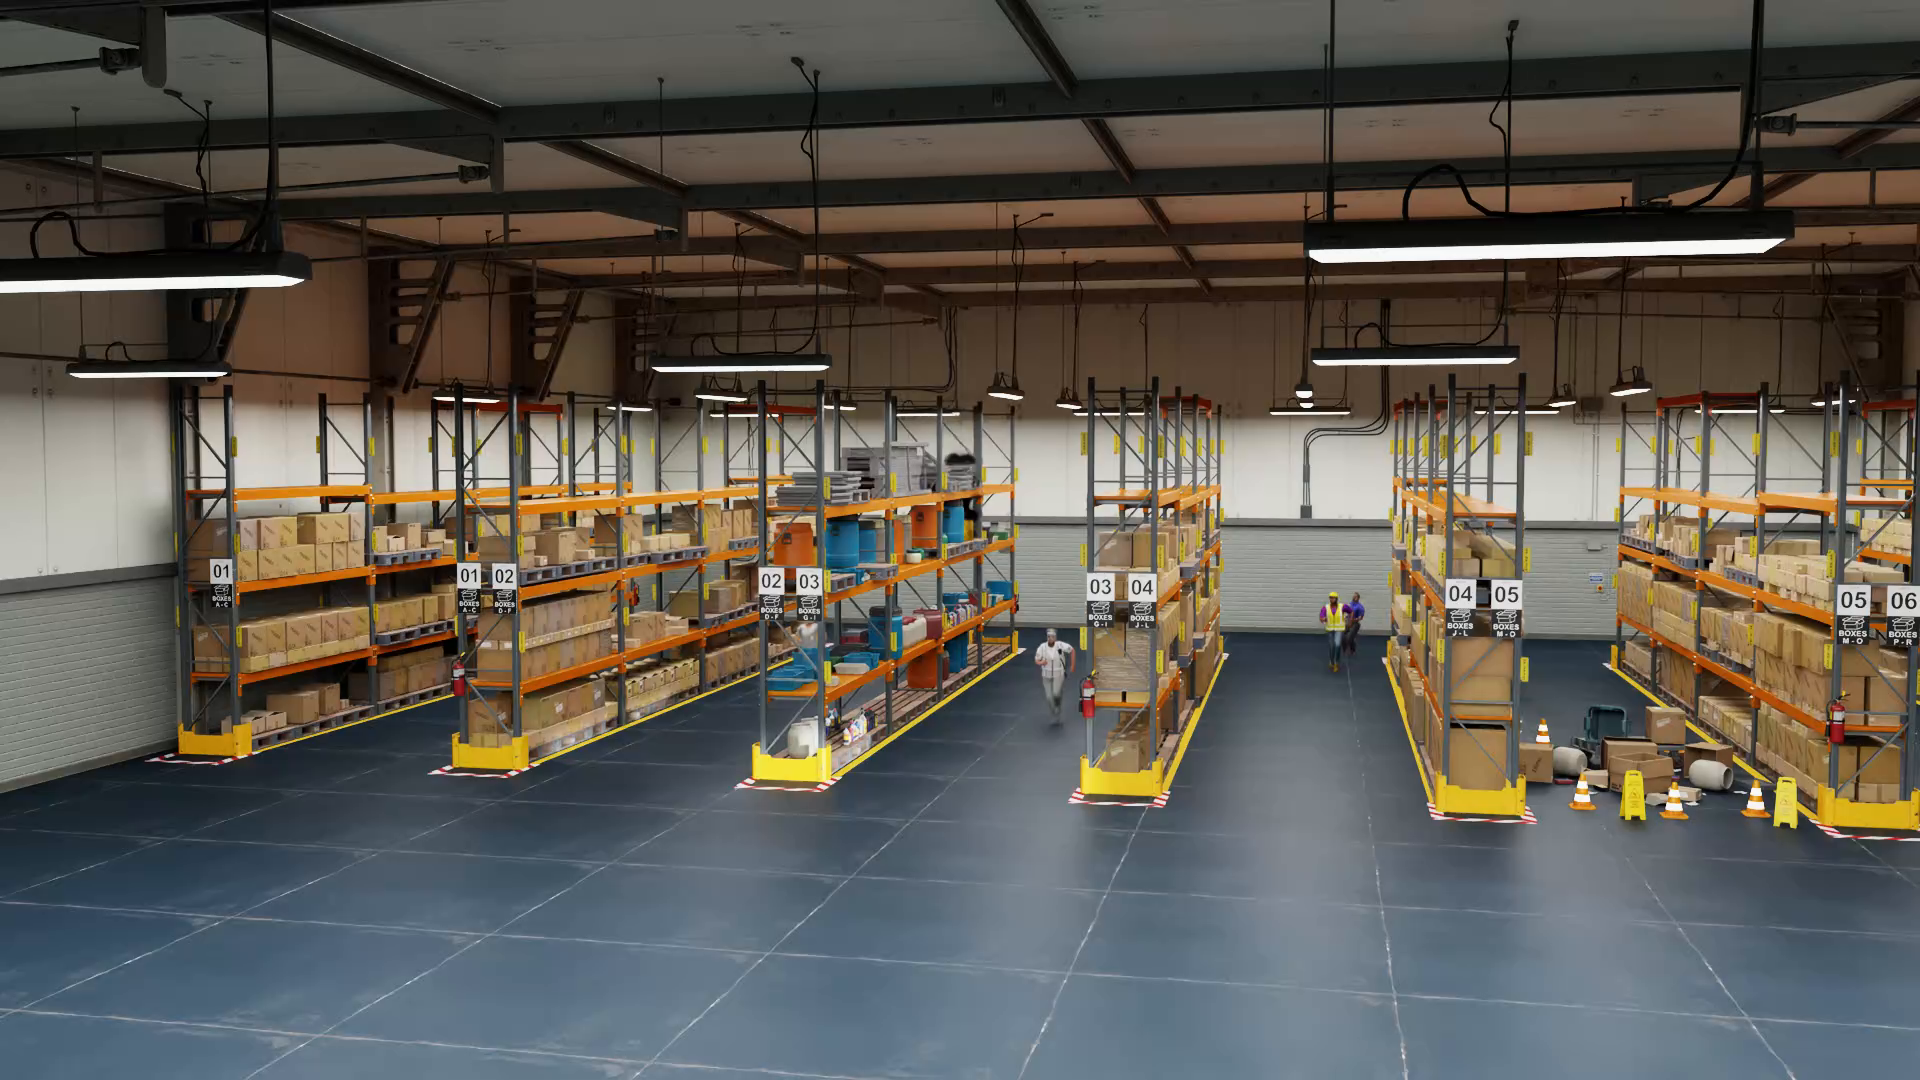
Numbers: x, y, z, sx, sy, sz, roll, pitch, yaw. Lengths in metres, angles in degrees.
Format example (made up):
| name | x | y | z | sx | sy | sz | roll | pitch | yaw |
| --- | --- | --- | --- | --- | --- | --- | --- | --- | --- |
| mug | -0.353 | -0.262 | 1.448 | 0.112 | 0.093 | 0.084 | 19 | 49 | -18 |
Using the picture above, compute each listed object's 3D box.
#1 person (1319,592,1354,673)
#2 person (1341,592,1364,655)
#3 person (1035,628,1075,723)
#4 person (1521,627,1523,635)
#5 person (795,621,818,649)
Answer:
| name | x | y | z | sx | sy | sz | roll | pitch | yaw |
| --- | --- | --- | --- | --- | --- | --- | --- | --- | --- |
| person | 8.381 | 2.049 | 37.086 | 0.712 | 1.796 | 0.888 | 1 | 4 | 25 |
| person | 9.335 | 2.005 | 39.618 | 0.604 | 1.558 | 0.764 | -2 | 4 | -29 |
| person | 1.696 | 2.439 | 29.914 | 0.701 | 1.731 | 0.799 | 1 | 3 | 11 |
| person | 11.522 | 2.168 | 35.106 | 0.654 | 1.744 | 0.532 | 1 | 3 | 10 |
| person | -3.053 | 2.279 | 33.607 | 0.518 | 1.696 | 0.887 | 1 | 3 | 9 |
